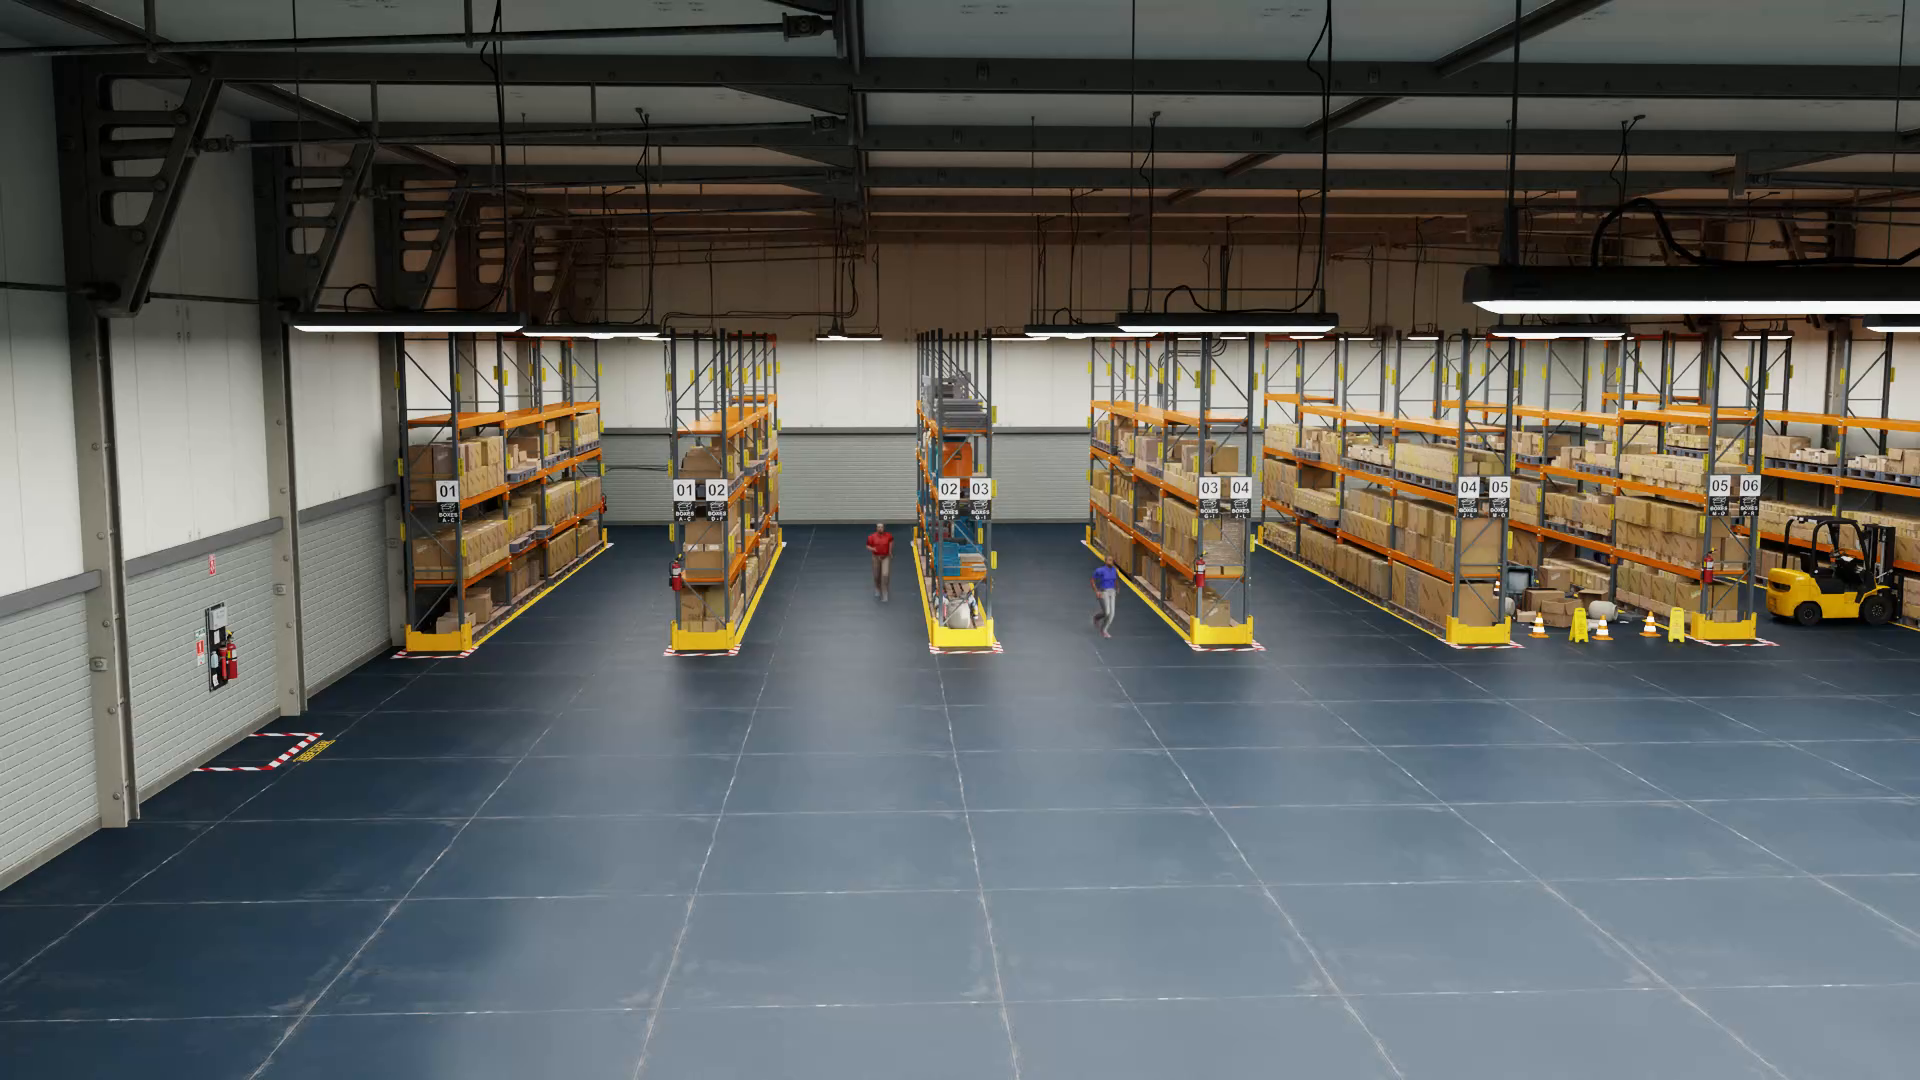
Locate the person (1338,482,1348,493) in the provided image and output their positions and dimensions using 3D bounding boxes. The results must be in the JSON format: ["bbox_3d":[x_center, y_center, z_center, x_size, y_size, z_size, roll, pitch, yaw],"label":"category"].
[{"bbox_3d":[10.821,-0.724,47.275,0.701,1.829,0.913,-2,7,-15],"label":"person"}]

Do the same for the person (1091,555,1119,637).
[{"bbox_3d":[2.877,1.089,32.715,0.588,1.604,0.547,-4,8,-30],"label":"person"}]

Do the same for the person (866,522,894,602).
[{"bbox_3d":[-1.793,0.472,37.317,0.608,1.767,0.909,0,7,-1],"label":"person"}]

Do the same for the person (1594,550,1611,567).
[{"bbox_3d":[15.837,0.111,40.820,0.579,1.615,0.643,0,7,-2],"label":"person"}]
